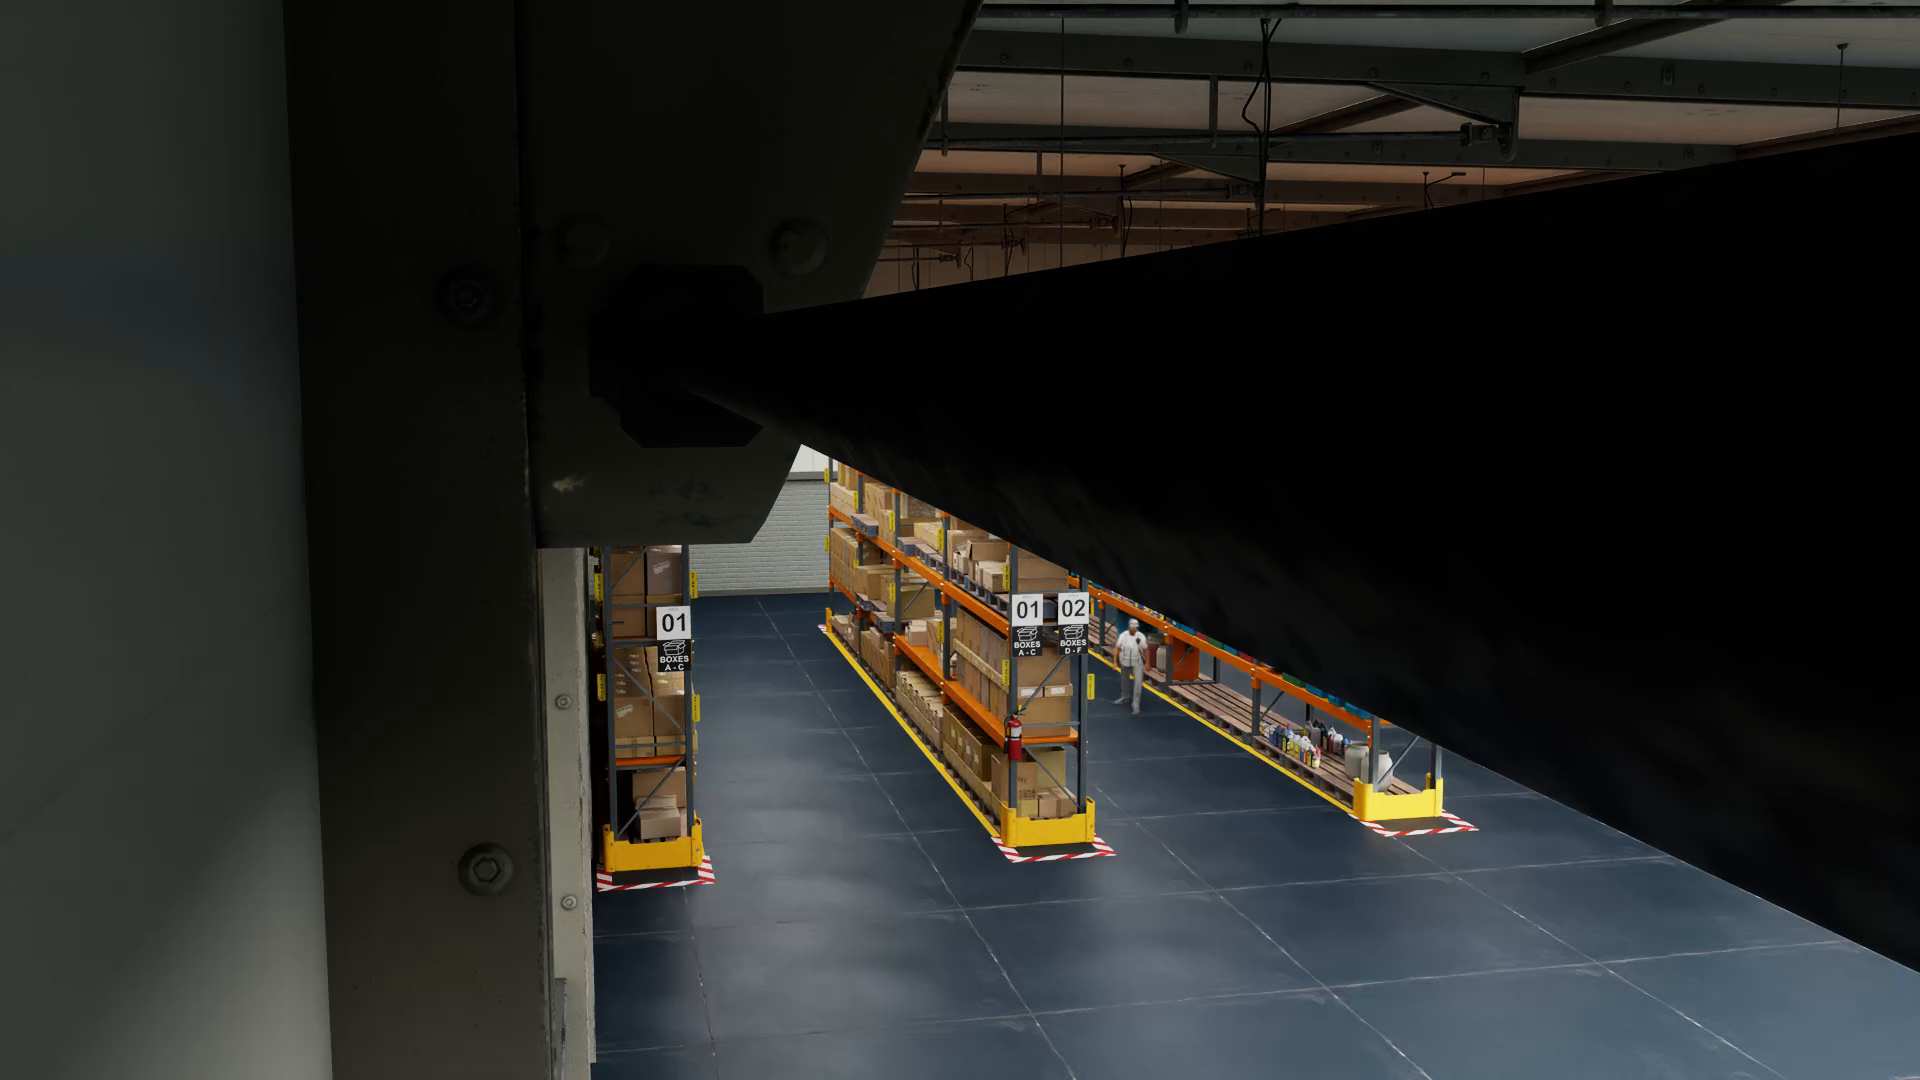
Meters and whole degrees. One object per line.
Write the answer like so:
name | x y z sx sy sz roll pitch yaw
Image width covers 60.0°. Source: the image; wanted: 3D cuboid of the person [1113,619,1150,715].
person | 2.946 2.133 28.689 0.643 1.612 0.912 2 7 14
